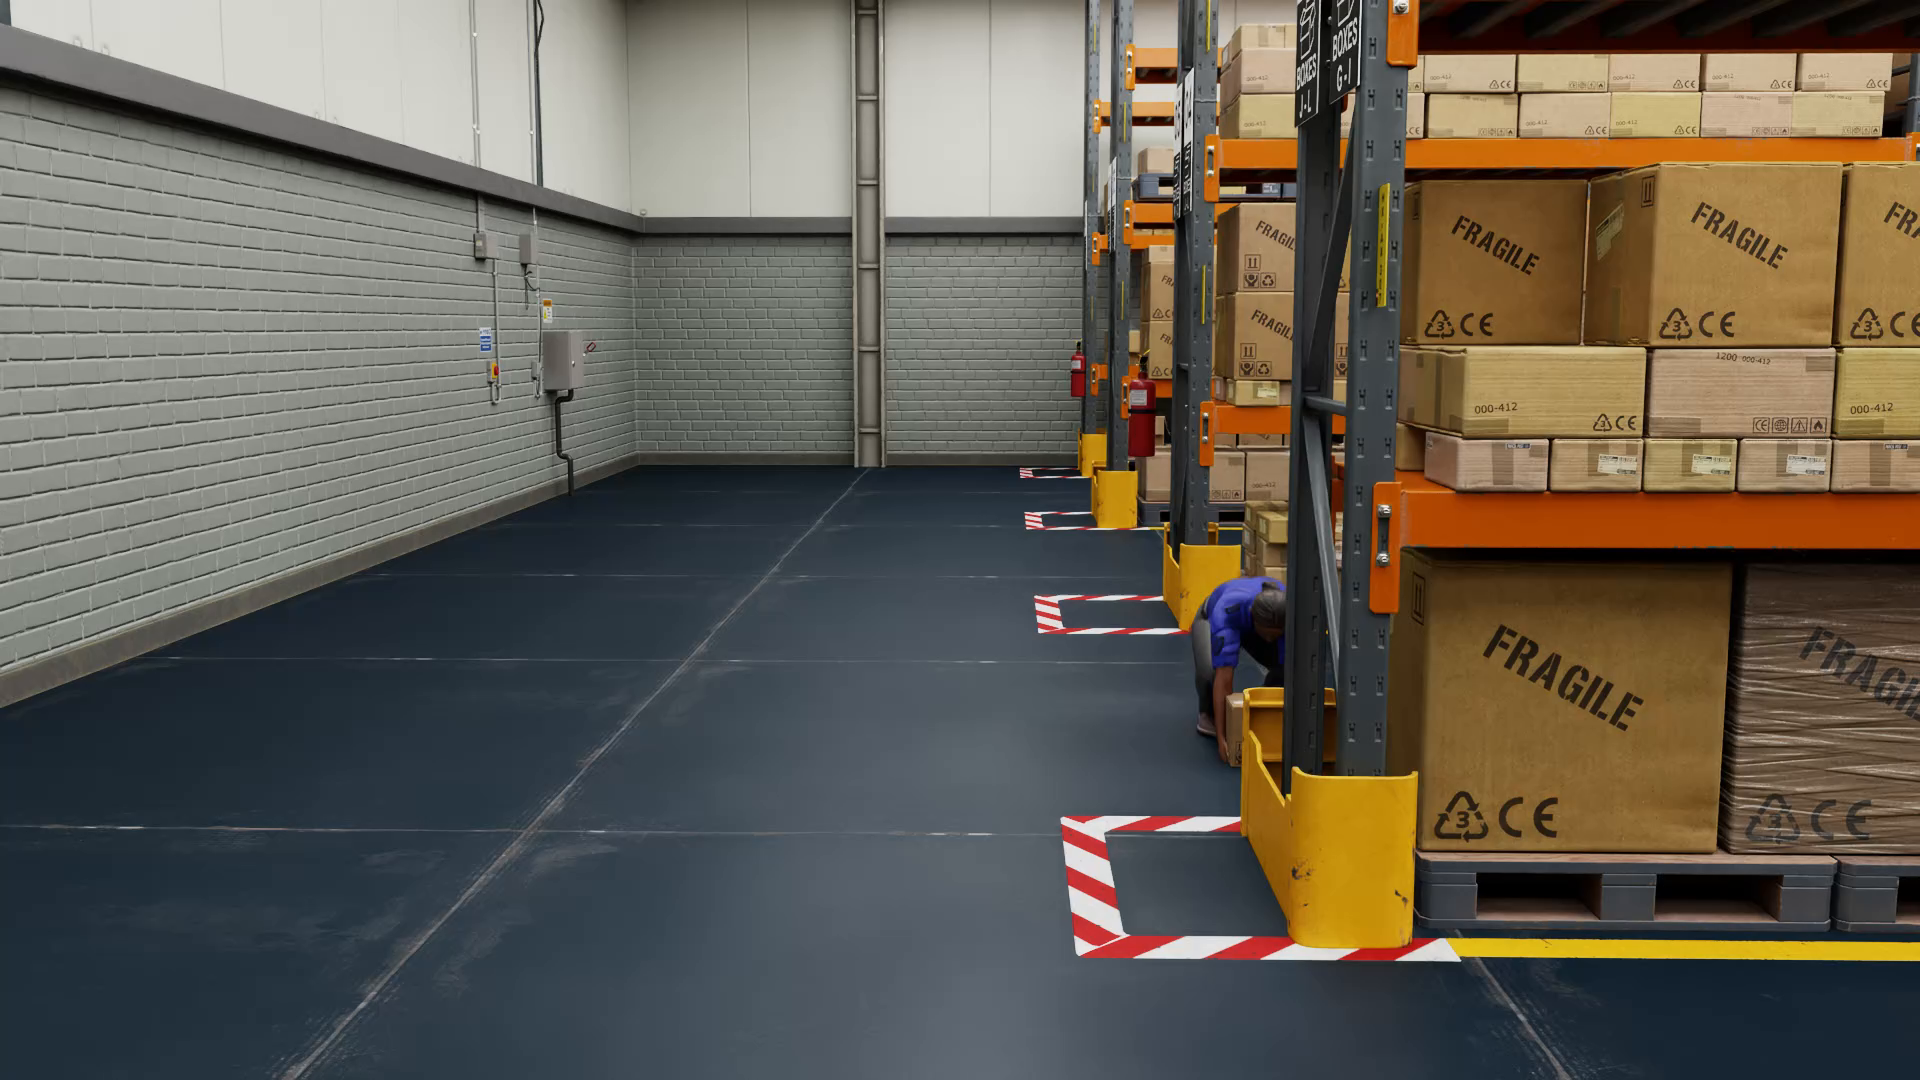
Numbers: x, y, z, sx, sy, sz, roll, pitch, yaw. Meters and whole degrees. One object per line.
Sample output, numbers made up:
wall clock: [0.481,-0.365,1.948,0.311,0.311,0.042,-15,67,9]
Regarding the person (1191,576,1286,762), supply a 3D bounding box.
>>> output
person: [1.232,0.504,7.085,0.459,0.745,0.858,0,7,0]
